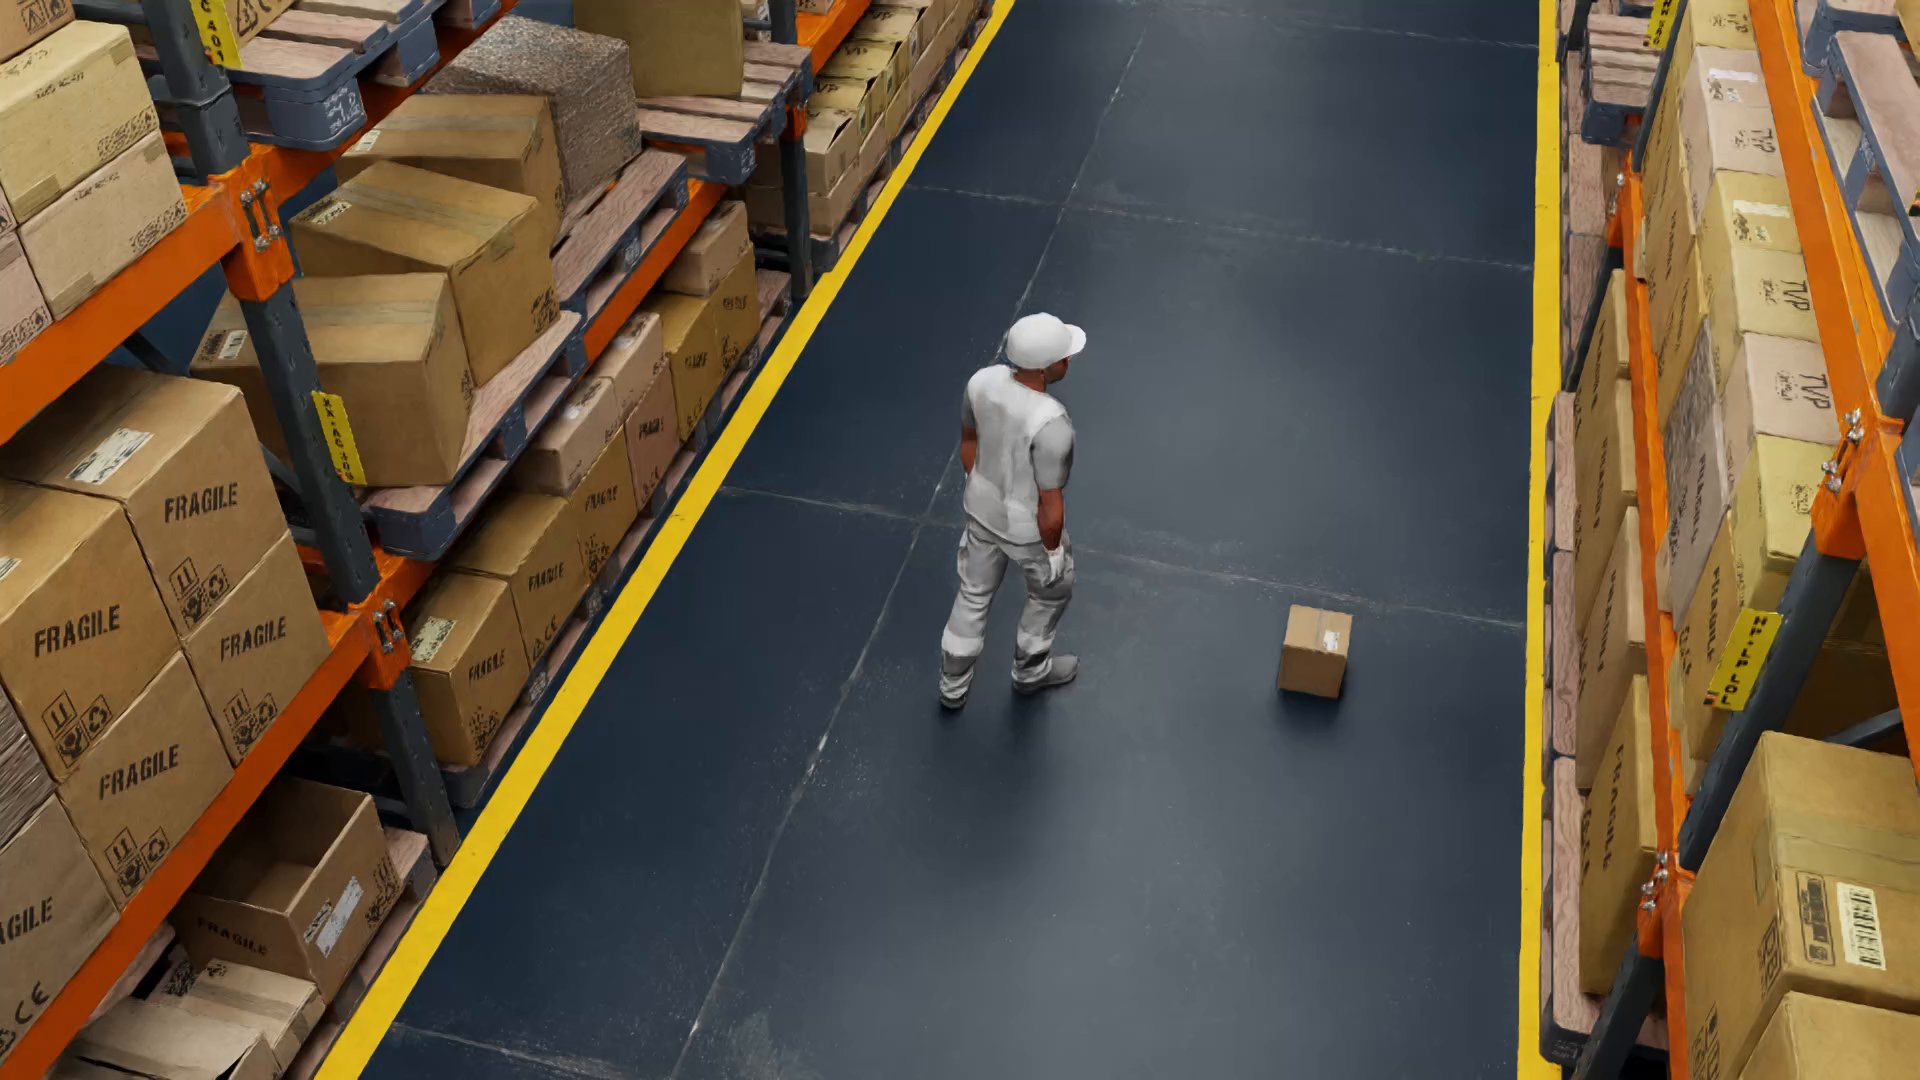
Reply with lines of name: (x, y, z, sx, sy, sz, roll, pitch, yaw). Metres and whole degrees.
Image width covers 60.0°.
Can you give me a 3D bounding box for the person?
person: (0.192, -0.081, 6.238, 0.584, 1.780, 0.569, -31, 50, -31)
